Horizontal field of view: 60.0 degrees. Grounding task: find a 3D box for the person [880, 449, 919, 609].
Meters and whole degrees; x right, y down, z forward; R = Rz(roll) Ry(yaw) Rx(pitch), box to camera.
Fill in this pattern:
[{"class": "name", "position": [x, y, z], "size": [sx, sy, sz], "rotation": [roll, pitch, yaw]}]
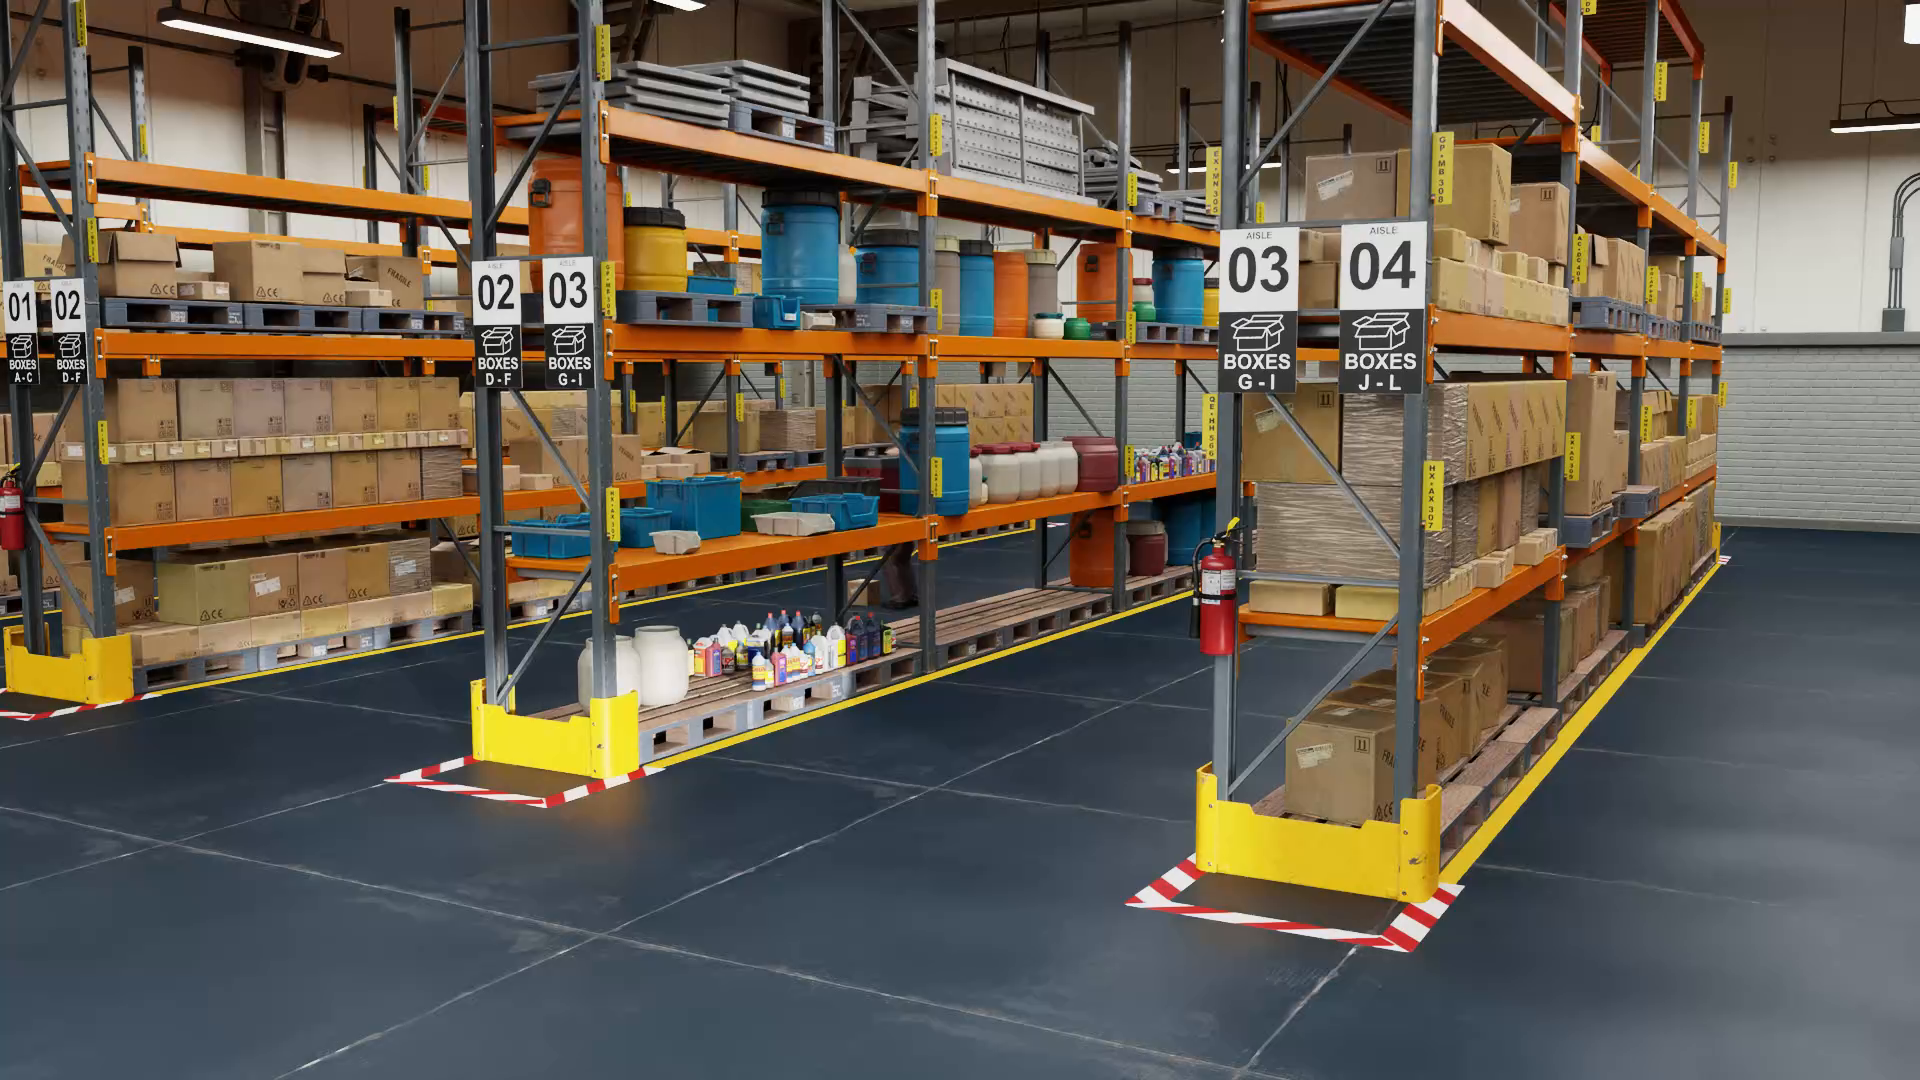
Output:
[{"class": "person", "position": [-0.634, -0.116, 17.635], "size": [0.410, 1.685, 0.552], "rotation": [3, 7, 30]}]
